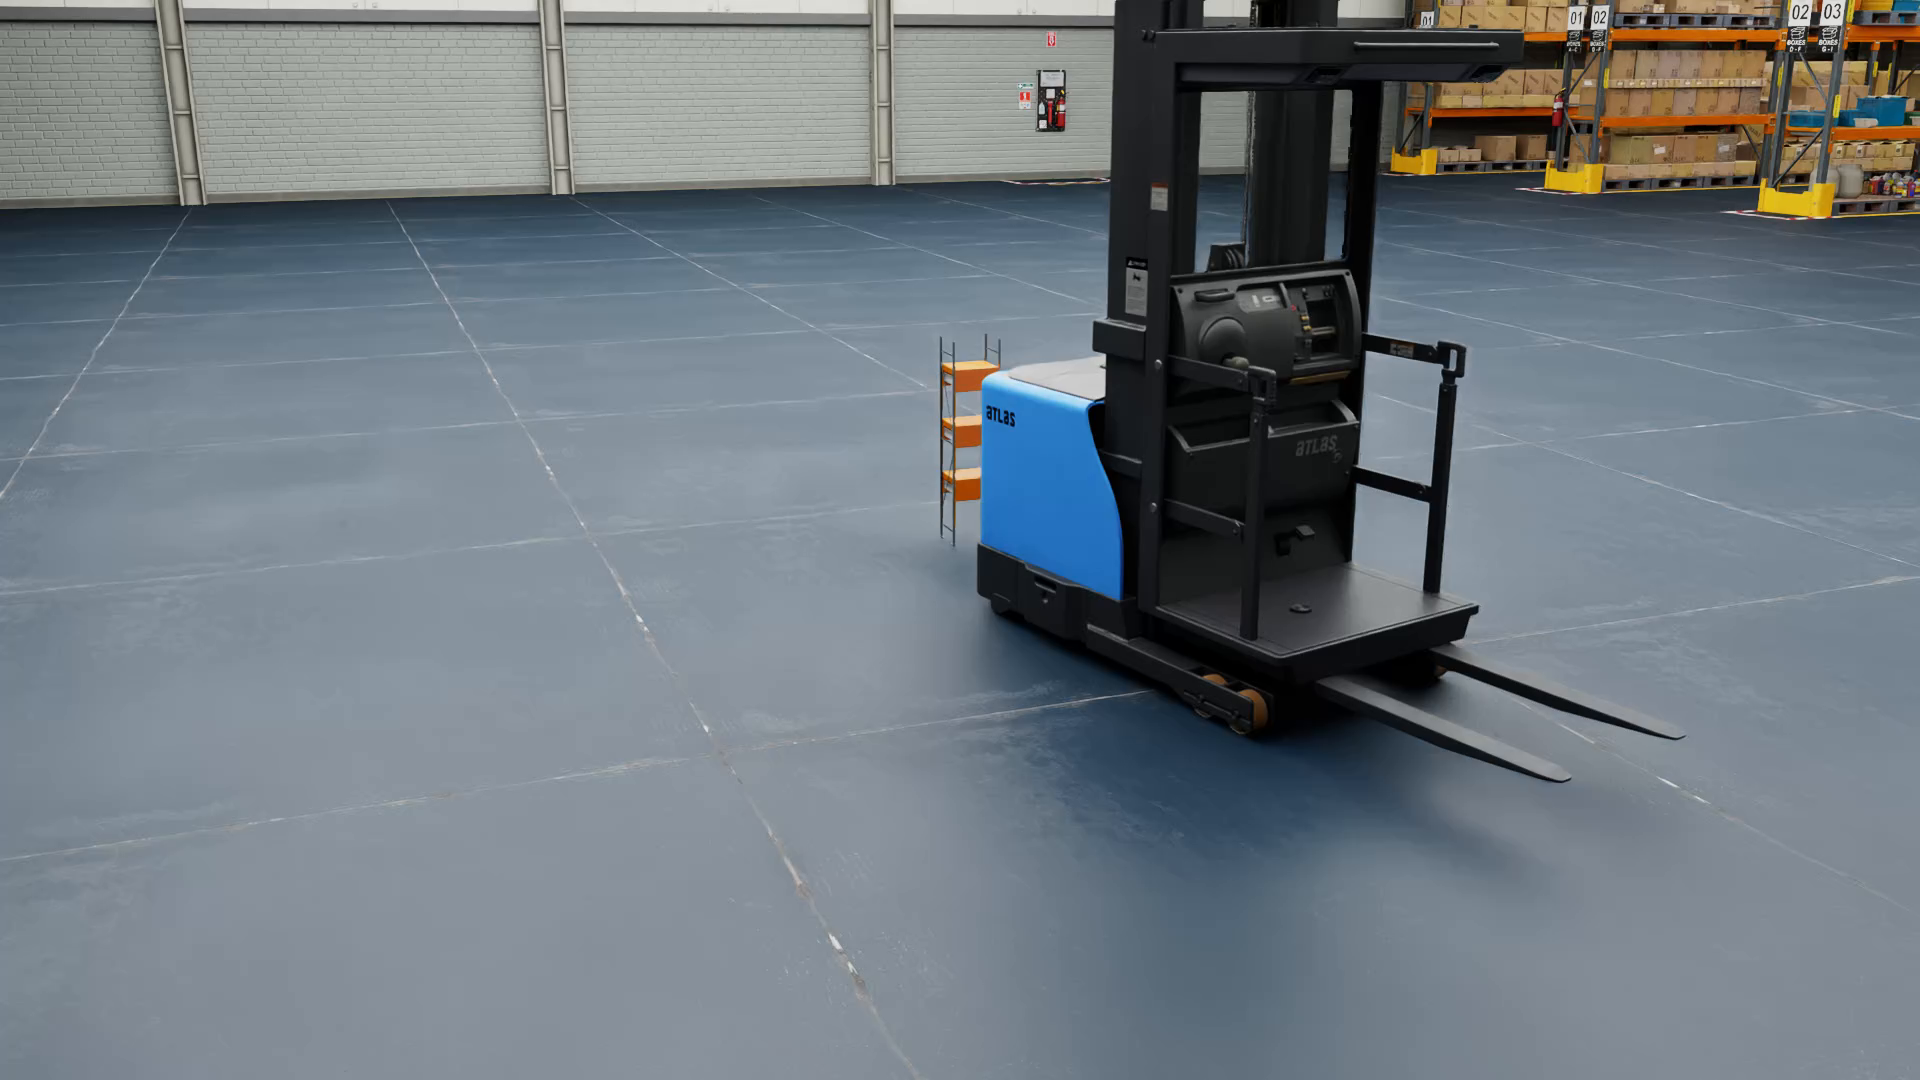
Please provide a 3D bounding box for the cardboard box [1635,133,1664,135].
[{"bbox_3d":[12.963,-7.342,31.079,0.500,0.500,0.500,-6,17,-20],"label":"cardboard box"}]

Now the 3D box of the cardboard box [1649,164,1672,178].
[{"bbox_3d":[12.686,-6.792,30.538,0.500,0.250,0.500,-6,17,-20],"label":"cardboard box"}]

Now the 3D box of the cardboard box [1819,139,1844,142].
[{"bbox_3d":[17.085,-7.689,32.597,0.500,0.311,0.500,-7,18,-22],"label":"cardboard box"}]

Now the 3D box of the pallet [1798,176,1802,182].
[{"bbox_3d":[16.723,-7.086,32.355,1.213,0.211,1.003,-6,17,-20],"label":"pallet"}]

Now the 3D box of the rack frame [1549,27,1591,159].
[{"bbox_3d":[13.132,-9.519,35.689,0.127,3.000,1.000,-6,17,-20],"label":"rack frame"}]

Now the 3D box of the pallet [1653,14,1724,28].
[{"bbox_3d":[12.984,-9.398,30.111,1.213,0.211,1.003,-6,17,-20],"label":"pallet"}]

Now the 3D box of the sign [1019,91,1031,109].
[{"bbox_3d":[1.264,-8.558,32.354,0.234,0.329,0.001,-6,17,-20],"label":"sign"}]

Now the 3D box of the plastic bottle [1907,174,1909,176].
[{"bbox_3d":[15.429,-5.823,27.144,0.133,0.283,0.061,-5,17,-18],"label":"plastic bottle"}]

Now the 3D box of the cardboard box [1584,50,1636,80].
[{"bbox_3d":[11.663,-8.532,29.849,0.500,0.500,0.700,-6,17,-20],"label":"cardboard box"}]

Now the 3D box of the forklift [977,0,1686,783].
[{"bbox_3d":[1.317,-0.839,6.254,1.130,2.935,3.031,-11,20,-32],"label":"forklift"}]

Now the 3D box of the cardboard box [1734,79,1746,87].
[{"bbox_3d":[14.256,-8.440,30.686,0.250,0.149,0.380,-7,18,-22],"label":"cardboard box"}]

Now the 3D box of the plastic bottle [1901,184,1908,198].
[{"bbox_3d":[14.843,-5.489,26.151,0.097,0.201,0.097,0,16,0],"label":"plastic bottle"}]

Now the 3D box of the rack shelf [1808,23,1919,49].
[{"bbox_3d":[14.809,-7.805,25.805,4.000,0.370,1.077,-6,17,-20],"label":"rack shelf"}]

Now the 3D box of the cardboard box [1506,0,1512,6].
[{"bbox_3d":[11.152,-11.355,34.630,0.500,0.500,0.500,-6,17,-20],"label":"cardboard box"}]

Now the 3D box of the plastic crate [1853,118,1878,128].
[{"bbox_3d":[13.893,-6.388,25.496,0.250,0.136,0.298,-6,17,-20],"label":"plastic crate"}]

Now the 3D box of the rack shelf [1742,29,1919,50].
[{"bbox_3d":[16.776,-9.512,31.617,4.000,0.370,1.077,-6,17,-20],"label":"rack shelf"}]

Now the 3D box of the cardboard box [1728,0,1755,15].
[{"bbox_3d":[14.343,-9.990,30.800,0.500,0.500,0.500,-5,17,-16],"label":"cardboard box"}]

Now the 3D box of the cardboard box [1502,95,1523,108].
[{"bbox_3d":[11.397,-9.175,34.749,0.500,0.250,0.500,-6,17,-20],"label":"cardboard box"}]

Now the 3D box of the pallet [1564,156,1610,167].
[{"bbox_3d":[13.859,-8.260,36.351,1.213,0.211,1.003,-6,17,-20],"label":"pallet"}]

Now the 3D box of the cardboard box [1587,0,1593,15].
[{"bbox_3d":[13.671,-11.242,35.309,0.500,0.500,0.500,-4,17,-12],"label":"cardboard box"}]

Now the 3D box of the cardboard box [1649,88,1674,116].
[{"bbox_3d":[12.568,-8.007,30.363,0.500,0.500,0.700,-6,17,-20],"label":"cardboard box"}]

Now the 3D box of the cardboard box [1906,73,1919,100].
[{"bbox_3d":[19.191,-8.962,32.869,0.500,0.500,0.700,-13,21,-38],"label":"cardboard box"}]

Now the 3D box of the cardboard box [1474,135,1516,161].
[{"bbox_3d":[11.310,-8.292,35.166,0.500,0.500,0.700,-7,18,-24],"label":"cardboard box"}]

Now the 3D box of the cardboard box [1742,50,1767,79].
[{"bbox_3d":[14.496,-8.840,30.897,0.500,0.500,0.700,-6,17,-20],"label":"cardboard box"}]

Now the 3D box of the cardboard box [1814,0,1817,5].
[{"bbox_3d":[16.022,-10.260,31.078,0.500,0.500,0.500,-4,17,-15],"label":"cardboard box"}]

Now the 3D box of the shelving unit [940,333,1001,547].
[{"bbox_3d":[0.050,-0.509,8.469,0.252,1.050,0.215,-6,17,-20],"label":"shelving unit"}]

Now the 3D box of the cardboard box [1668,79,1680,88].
[{"bbox_3d":[12.818,-8.285,30.159,0.250,0.149,0.380,-6,18,-21],"label":"cardboard box"}]

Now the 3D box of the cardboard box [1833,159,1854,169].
[{"bbox_3d":[16.809,-7.229,32.025,0.500,0.250,0.500,-6,17,-19],"label":"cardboard box"}]

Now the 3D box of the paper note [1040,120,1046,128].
[{"bbox_3d":[1.627,-8.147,32.582,0.142,0.148,0.016,-6,17,-20],"label":"paper note"}]

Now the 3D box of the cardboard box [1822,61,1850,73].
[{"bbox_3d":[19.777,-10.722,37.715,0.500,0.250,0.500,-6,17,-19],"label":"cardboard box"}]

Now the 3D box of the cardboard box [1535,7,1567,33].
[{"bbox_3d":[12.272,-10.852,34.692,0.500,0.500,0.500,-8,18,-25],"label":"cardboard box"}]

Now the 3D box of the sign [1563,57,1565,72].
[{"bbox_3d":[10.992,-8.626,30.173,0.005,0.325,0.100,-6,17,-20],"label":"sign"}]

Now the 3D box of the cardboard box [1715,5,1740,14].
[{"bbox_3d":[13.880,-9.610,30.127,0.250,0.149,0.380,-6,17,-20],"label":"cardboard box"}]

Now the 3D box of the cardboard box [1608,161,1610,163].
[{"bbox_3d":[12.031,-6.880,30.838,0.500,0.250,0.500,-6,17,-20],"label":"cardboard box"}]

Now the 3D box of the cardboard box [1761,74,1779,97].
[{"bbox_3d":[17.905,-10.154,37.112,0.500,0.500,0.500,-6,17,-18],"label":"cardboard box"}]

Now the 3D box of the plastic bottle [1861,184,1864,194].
[{"bbox_3d":[14.500,-5.678,26.795,0.097,0.201,0.097,0,16,0],"label":"plastic bottle"}]

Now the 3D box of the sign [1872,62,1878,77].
[{"bbox_3d":[20.806,-10.701,37.801,0.005,0.325,0.100,-6,17,-20],"label":"sign"}]

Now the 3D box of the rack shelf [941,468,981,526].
[{"bbox_3d":[0.050,-0.232,8.550,0.240,0.259,0.215,-6,17,-20],"label":"rack shelf"}]

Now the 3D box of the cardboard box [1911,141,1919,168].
[{"bbox_3d":[19.171,-7.602,32.816,0.500,0.500,0.500,-5,17,-18],"label":"cardboard box"}]

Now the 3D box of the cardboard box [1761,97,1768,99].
[{"bbox_3d":[17.774,-9.811,37.095,0.250,0.149,0.380,-6,17,-18],"label":"cardboard box"}]

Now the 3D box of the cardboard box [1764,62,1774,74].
[{"bbox_3d":[17.885,-10.514,37.008,0.500,0.250,0.500,-6,18,-21],"label":"cardboard box"}]

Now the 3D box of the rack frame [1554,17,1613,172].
[{"bbox_3d":[11.173,-7.813,29.879,0.127,3.000,1.000,-6,17,-20],"label":"rack frame"}]

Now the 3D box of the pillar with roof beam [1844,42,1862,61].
[{"bbox_3d":[22.487,-12.369,34.749,0.400,9.000,9.100,-6,17,-20],"label":"pillar with roof beam"}]

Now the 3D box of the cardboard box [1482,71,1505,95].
[{"bbox_3d":[10.900,-9.480,34.455,0.500,0.500,0.500,-7,18,-22],"label":"cardboard box"}]

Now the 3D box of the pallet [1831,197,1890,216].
[{"bbox_3d":[13.757,-5.271,26.175,1.213,0.211,1.003,-6,17,-20],"label":"pallet"}]

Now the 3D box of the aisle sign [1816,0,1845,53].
[{"bbox_3d":[12.980,-7.672,24.786,0.004,0.787,0.394,-6,17,-20],"label":"aisle sign"}]

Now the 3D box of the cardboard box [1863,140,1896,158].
[{"bbox_3d":[17.759,-7.599,32.290,0.500,0.311,0.500,-6,18,-21],"label":"cardboard box"}]

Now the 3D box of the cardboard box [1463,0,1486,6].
[{"bbox_3d":[10.330,-11.104,33.777,0.500,0.500,0.500,-6,18,-21],"label":"cardboard box"}]

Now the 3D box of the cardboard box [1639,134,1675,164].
[{"bbox_3d":[12.682,-7.155,30.443,0.500,0.500,0.500,-6,17,-20],"label":"cardboard box"}]
